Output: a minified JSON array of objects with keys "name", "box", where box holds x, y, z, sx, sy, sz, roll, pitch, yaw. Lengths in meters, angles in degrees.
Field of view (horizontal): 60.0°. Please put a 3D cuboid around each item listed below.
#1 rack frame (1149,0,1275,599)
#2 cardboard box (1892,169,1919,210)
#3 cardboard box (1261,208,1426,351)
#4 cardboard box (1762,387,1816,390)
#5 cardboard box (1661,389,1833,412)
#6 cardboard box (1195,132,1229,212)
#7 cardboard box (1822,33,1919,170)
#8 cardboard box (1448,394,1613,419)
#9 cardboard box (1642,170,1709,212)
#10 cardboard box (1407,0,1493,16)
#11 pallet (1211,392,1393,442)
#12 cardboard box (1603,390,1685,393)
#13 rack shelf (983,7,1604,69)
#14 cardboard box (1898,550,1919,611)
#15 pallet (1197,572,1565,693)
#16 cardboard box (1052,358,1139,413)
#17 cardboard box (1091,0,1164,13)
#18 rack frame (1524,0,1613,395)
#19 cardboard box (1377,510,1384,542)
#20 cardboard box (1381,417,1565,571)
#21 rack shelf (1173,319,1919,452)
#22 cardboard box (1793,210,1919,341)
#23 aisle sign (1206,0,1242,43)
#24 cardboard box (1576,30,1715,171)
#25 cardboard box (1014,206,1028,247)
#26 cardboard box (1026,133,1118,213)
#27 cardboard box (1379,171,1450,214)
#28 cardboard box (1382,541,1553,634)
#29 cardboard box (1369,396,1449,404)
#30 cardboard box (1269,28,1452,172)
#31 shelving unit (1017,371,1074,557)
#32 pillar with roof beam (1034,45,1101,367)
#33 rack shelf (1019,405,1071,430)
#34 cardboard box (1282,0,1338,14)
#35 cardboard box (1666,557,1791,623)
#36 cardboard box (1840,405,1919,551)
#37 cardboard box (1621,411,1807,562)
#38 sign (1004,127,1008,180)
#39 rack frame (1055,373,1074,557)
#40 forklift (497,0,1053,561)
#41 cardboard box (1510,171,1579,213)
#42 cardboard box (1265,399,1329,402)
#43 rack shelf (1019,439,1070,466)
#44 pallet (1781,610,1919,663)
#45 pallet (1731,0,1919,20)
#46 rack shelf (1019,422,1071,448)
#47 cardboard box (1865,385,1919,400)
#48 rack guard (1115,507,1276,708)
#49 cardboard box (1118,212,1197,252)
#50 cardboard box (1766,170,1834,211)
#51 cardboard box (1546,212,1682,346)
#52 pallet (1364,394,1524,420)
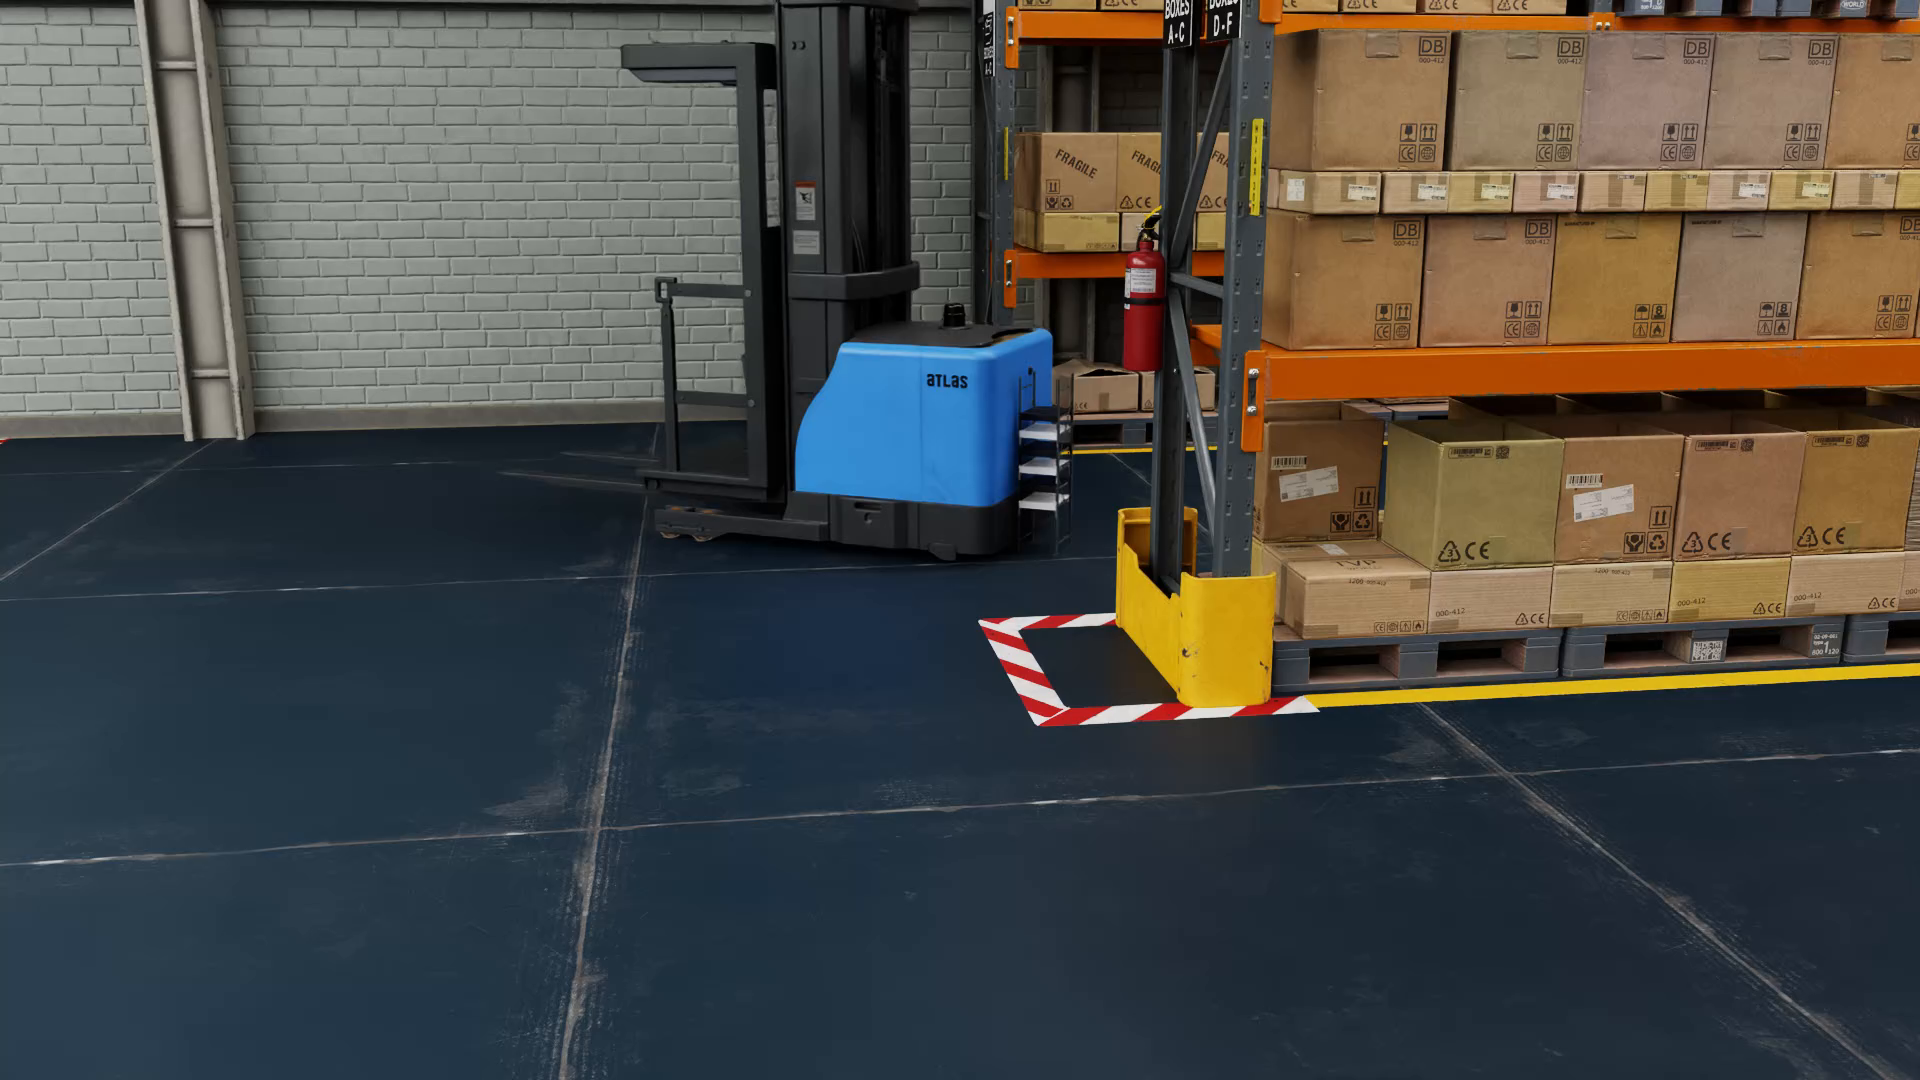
[{"name":"rack frame","box":[0.952,-0.972,6.431,0.127,3.000,1.000,-2,14,-8]},{"name":"cardboard box","box":[3.664,-1.382,6.528,0.250,0.149,0.380,-2,14,-9]},{"name":"cardboard box","box":[1.416,-1.034,6.474,0.500,0.500,0.700,-2,14,-8]},{"name":"cardboard box","box":[5.905,-1.379,12.290,0.500,0.500,0.700,-2,14,-8]},{"name":"cardboard box","box":[3.414,-0.373,7.290,0.500,0.500,0.500,-2,14,-8]},{"name":"cardboard box","box":[1.730,-2.442,11.017,0.500,0.500,0.500,-3,14,-10]},{"name":"cardboard box","box":[3.475,-1.740,6.623,0.500,0.500,0.700,-2,14,-8]},{"name":"cardboard box","box":[2.425,-0.336,7.144,0.500,0.500,0.500,-2,14,-8]},{"name":"cardboard box","box":[2.646,-1.345,6.378,0.250,0.149,0.380,-2,14,-9]},{"name":"cardboard box","box":[3.202,-3.728,11.009,0.500,0.500,0.500,-3,14,-13]},{"name":"pallet","box":[2.298,-0.878,11.788,1.213,0.211,1.003,-2,14,-8]},{"name":"cardboard box","box":[4.891,-1.340,12.132,0.500,0.500,0.700,-2,14,-6]},{"name":"rack shelf","box":[2.188,-3.342,11.193,4.000,0.370,1.077,-2,14,-8]},{"name":"cardboard box","box":[3.986,0.098,6.953,0.500,0.250,0.500,-2,14,-8]},{"name":"pallet","box":[1.702,0.343,6.921,1.213,0.211,1.003,-2,14,-8]},{"name":"cardboard box","box":[0.908,-1.076,11.469,0.500,0.311,0.500,-4,15,-15]},{"name":"cardboard box","box":[1.115,-3.639,10.654,0.500,0.500,0.500,-1,14,-5]},{"name":"rack frame","box":[4.166,-2.308,11.760,0.127,3.000,1.000,-2,14,-8]},{"name":"cardboard box","box":[1.931,0.047,7.159,0.500,0.250,0.500,-2,14,-8]},{"name":"cardboard box","box":[2.010,-0.190,6.561,0.500,0.500,0.500,-2,14,-8]},{"name":"rack shelf","box":[2.930,-0.695,6.807,4.000,0.370,1.077,-2,14,-8]},{"name":"cardboard box","box":[3.453,-1.110,6.775,0.500,0.500,0.700,-2,14,-7]},{"name":"aisle sign","box":[0.933,-2.157,5.811,0.004,0.787,0.394,-2,14,-8]},{"name":"cardboard box","box":[2.486,-1.704,6.479,0.500,0.500,0.700,-2,14,-8]},{"name":"cardboard box","box":[0.644,-2.164,11.451,0.500,0.250,0.500,-2,14,-7]},{"name":"cardboard box","box":[0.728,-2.409,10.887,0.500,0.500,0.500,-2,14,-8]},{"name":"cardboard box","box":[1.633,-1.308,6.231,0.250,0.149,0.380,-2,14,-10]},{"name":"cardboard box","box":[2.010,0.173,6.654,0.500,0.250,0.500,-2,14,-8]},{"name":"cardboard box","box":[3.146,-1.262,11.822,0.500,0.500,0.500,-3,14,-13]},{"name":"cardboard box","box":[1.468,-1.665,6.324,0.500,0.500,0.700,-2,14,-8]},{"name":"shelving unit","box":[0.434,-0.388,8.420,0.210,0.900,0.258,5,15,21]},{"name":"pillar with roof beam","box":[1.415,-4.271,7.254,0.400,9.000,9.100,-2,14,-8]},{"name":"rack shelf","box":[0.434,-0.618,8.362,0.200,0.077,0.258,5,15,21]},{"name":"cardboard box","box":[2.154,-3.684,10.831,0.500,0.500,0.500,-1,14,-5]},{"name":"cardboard box","box":[2.999,0.138,6.794,0.500,0.250,0.500,-2,14,-8]},{"name":"cardboard box","box":[3.986,-0.266,6.863,0.500,0.500,0.500,-2,14,-8]},{"name":"cardboard box","box":[2.999,-0.225,6.701,0.500,0.500,0.500,-2,14,-8]},{"name":"sign","box":[0.292,-2.453,10.556,0.005,0.325,0.100,-2,14,-8]},{"name":"rack frame","box":[0.528,-0.379,8.384,0.006,0.900,0.240,5,15,21]},{"name":"forklift","box":[-1.067,-1.524,8.773,3.031,2.935,1.130,5,15,21]},{"name":"cardboard box","box":[2.130,-1.325,6.300,0.250,0.149,0.380,-2,14,-9]},{"name":"cardboard box","box":[2.205,-1.203,11.586,0.500,0.500,0.700,-3,14,-12]},{"name":"rack shelf","box":[0.434,-0.443,8.406,0.200,0.077,0.258,5,15,21]},{"name":"pallet","box":[4.115,0.254,7.273,1.213,0.211,1.003,-2,14,-8]},{"name":"pallet","box":[5.817,-3.707,11.557,1.003,0.211,1.213,-2,14,-8]},{"name":"rack shelf","box":[0.434,-0.531,8.384,0.200,0.077,0.258,5,15,21]},{"name":"cardboard box","box":[4.403,-0.409,7.434,0.500,0.500,0.500,-2,14,-8]},{"name":"rack guard","box":[0.929,0.241,6.731,0.348,0.500,1.175,-2,14,-8]},{"name":"cardboard box","box":[1.252,-2.064,11.052,0.500,0.250,0.500,-3,14,-10]},{"name":"cardboard box","box":[3.153,-1.363,6.450,0.250,0.149,0.380,-2,14,-6]},{"name":"cardboard box","box":[2.426,-1.071,6.621,0.500,0.500,0.700,-2,14,-8]},{"name":"pallet","box":[3.507,-0.923,11.968,1.213,0.211,1.003,-2,14,-8]}]
